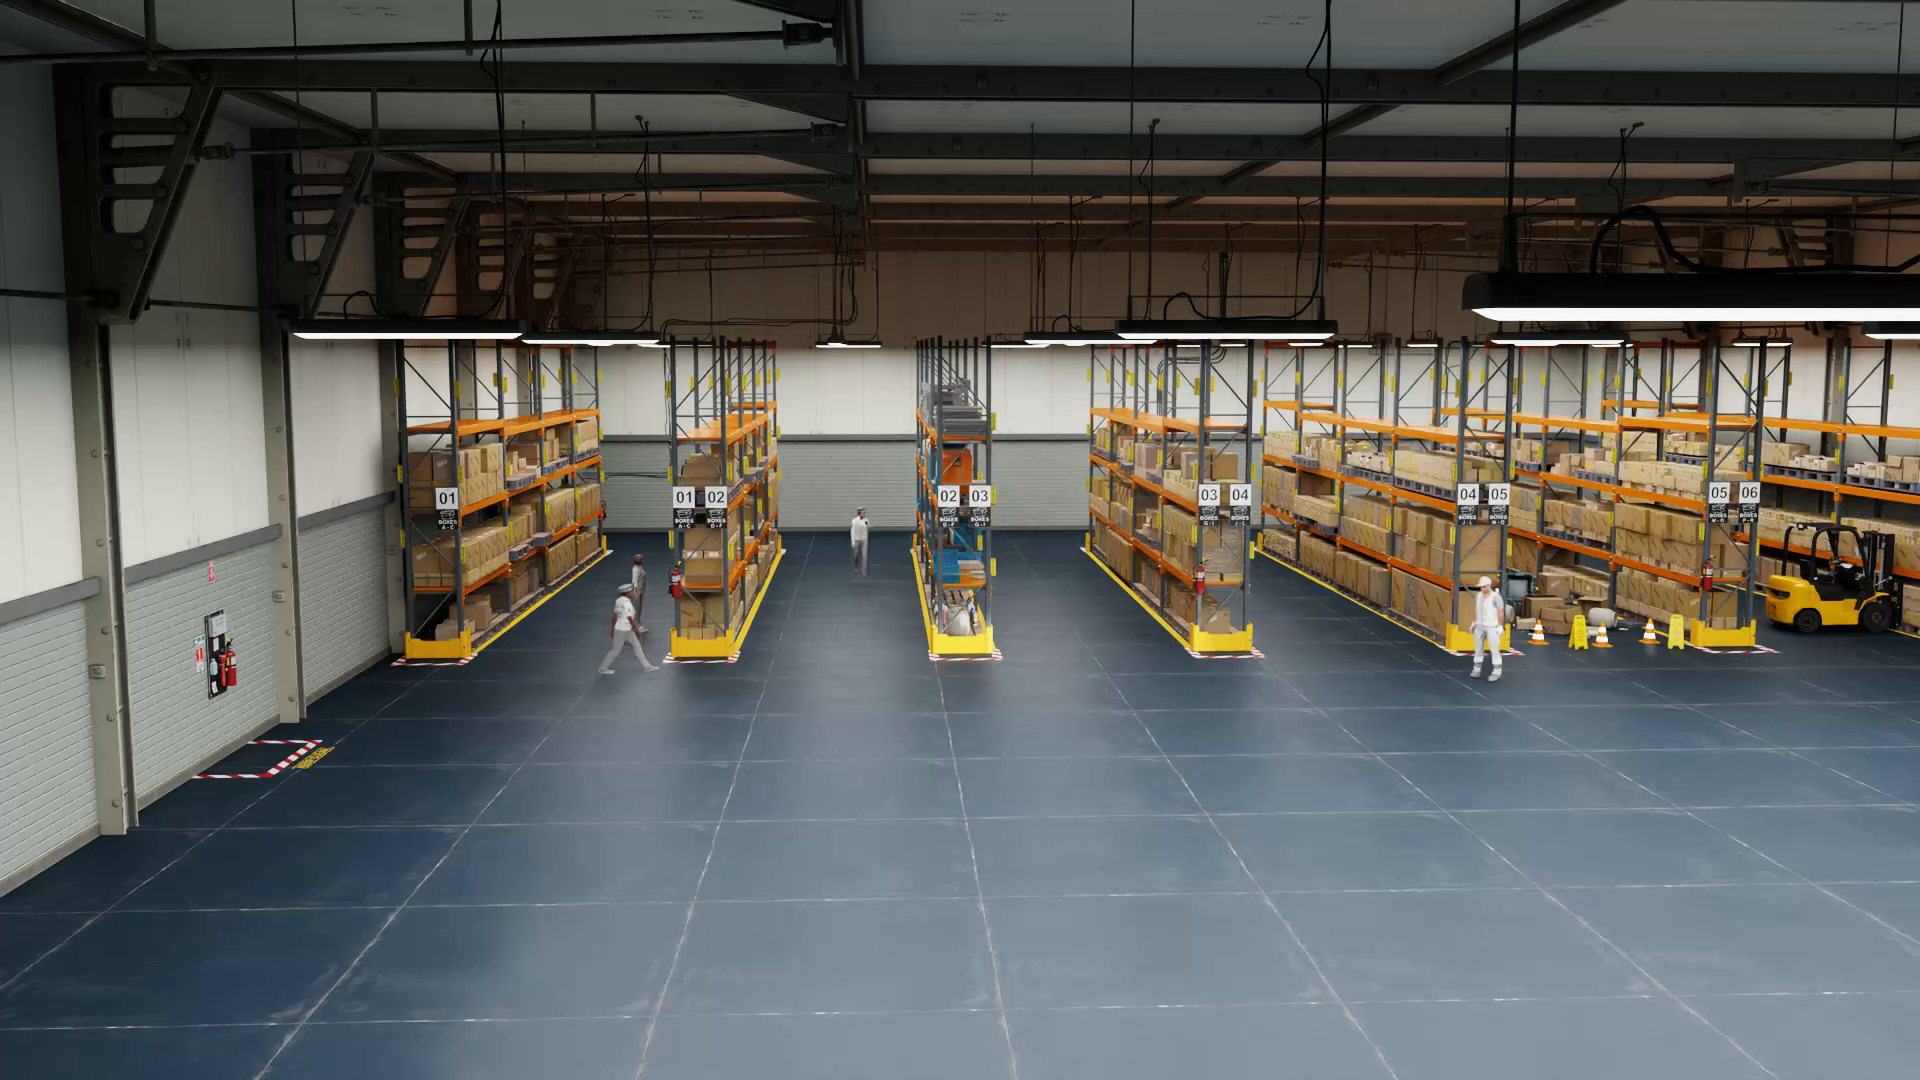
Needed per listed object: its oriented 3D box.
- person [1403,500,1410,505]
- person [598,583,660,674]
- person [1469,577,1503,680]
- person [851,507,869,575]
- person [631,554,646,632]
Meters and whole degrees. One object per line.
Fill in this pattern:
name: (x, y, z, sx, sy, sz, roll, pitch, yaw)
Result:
person: (12.343, -0.304, 45.970, 0.444, 1.602, 0.983, 4, 8, 32)
person: (-5.871, 1.567, 29.384, 1.057, 1.600, 0.431, 0, 6, 0)
person: (9.179, 1.526, 29.101, 0.408, 1.783, 0.610, -5, 8, -40)
person: (-2.430, 0.020, 40.496, 0.451, 1.652, 0.640, 0, 7, -4)
person: (-6.569, 1.080, 33.932, 0.356, 1.604, 0.458, 1, 7, 12)
